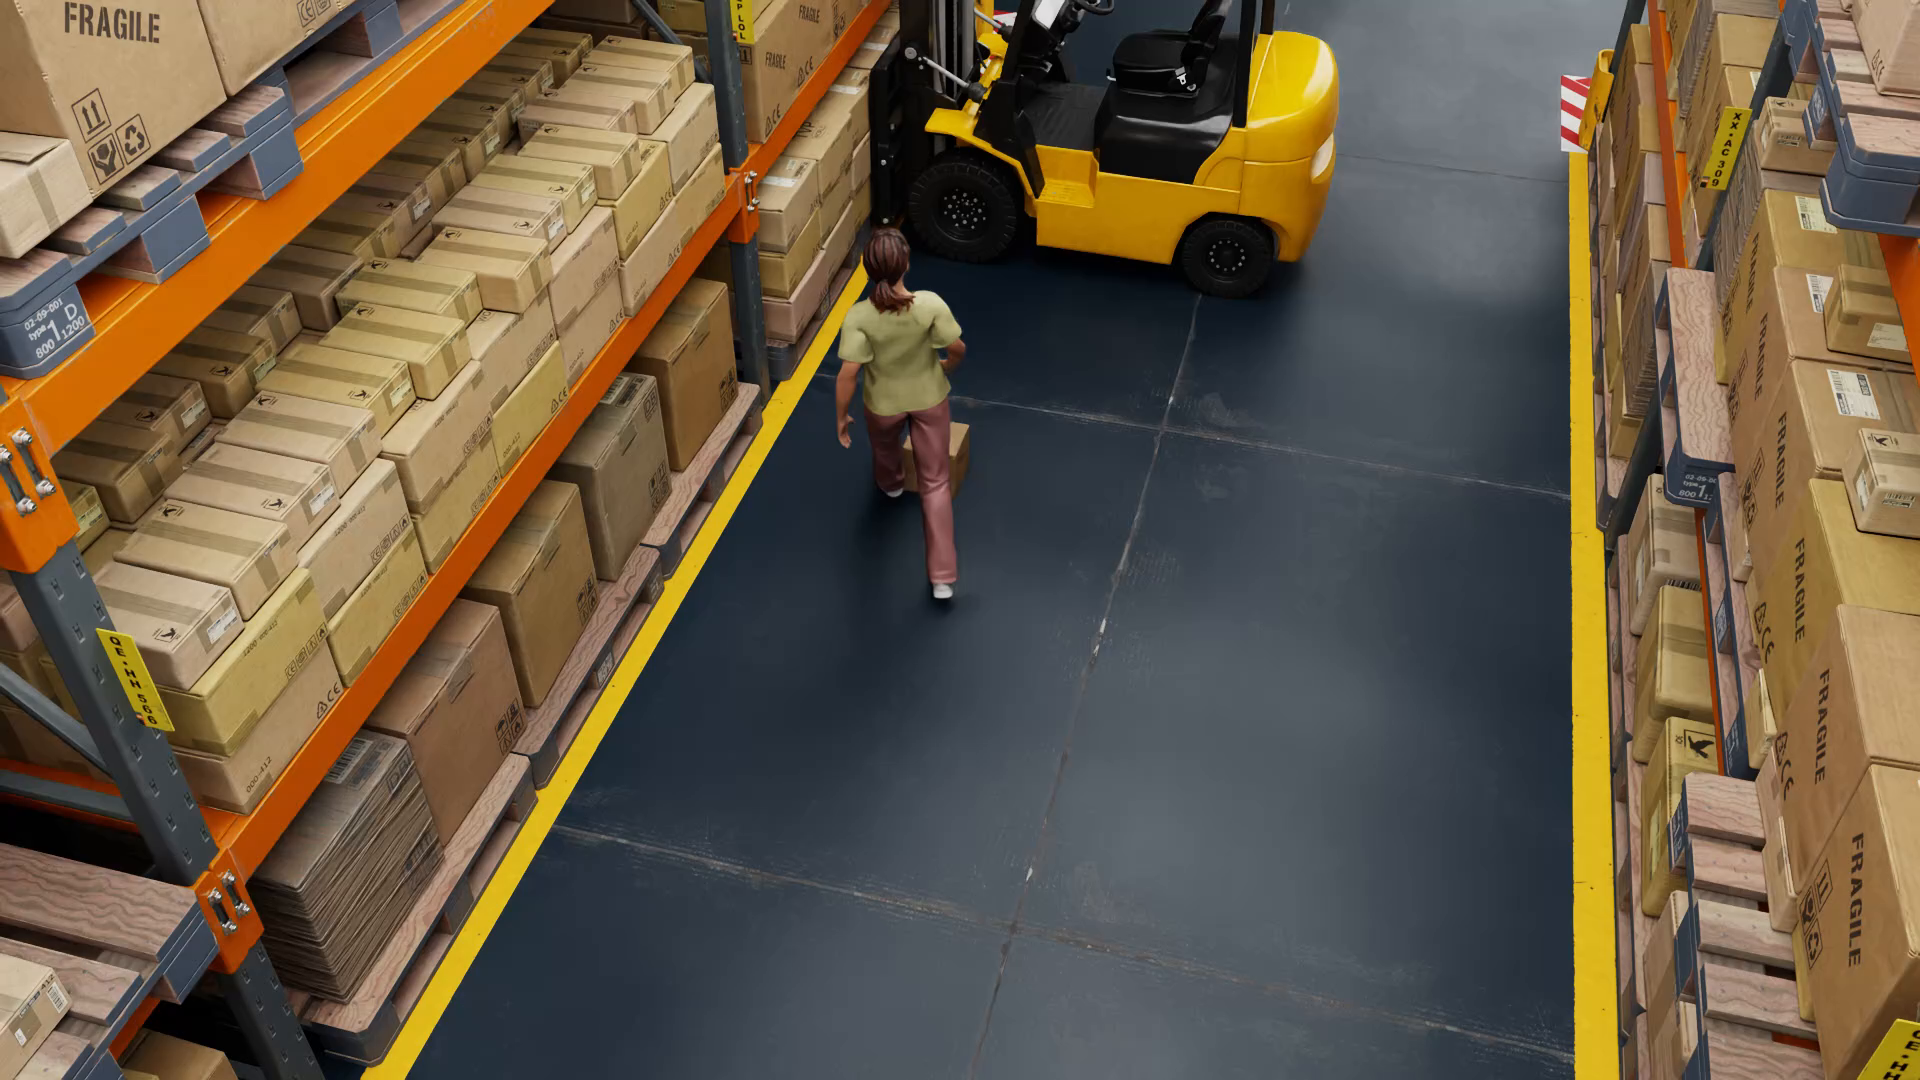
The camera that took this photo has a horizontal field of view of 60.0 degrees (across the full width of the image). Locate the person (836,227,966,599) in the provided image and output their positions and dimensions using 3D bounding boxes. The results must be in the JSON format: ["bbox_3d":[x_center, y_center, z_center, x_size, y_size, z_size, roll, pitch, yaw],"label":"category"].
[{"bbox_3d":[-0.241,-0.644,6.919,0.527,1.612,1.028,-1,41,-1],"label":"person"}]
